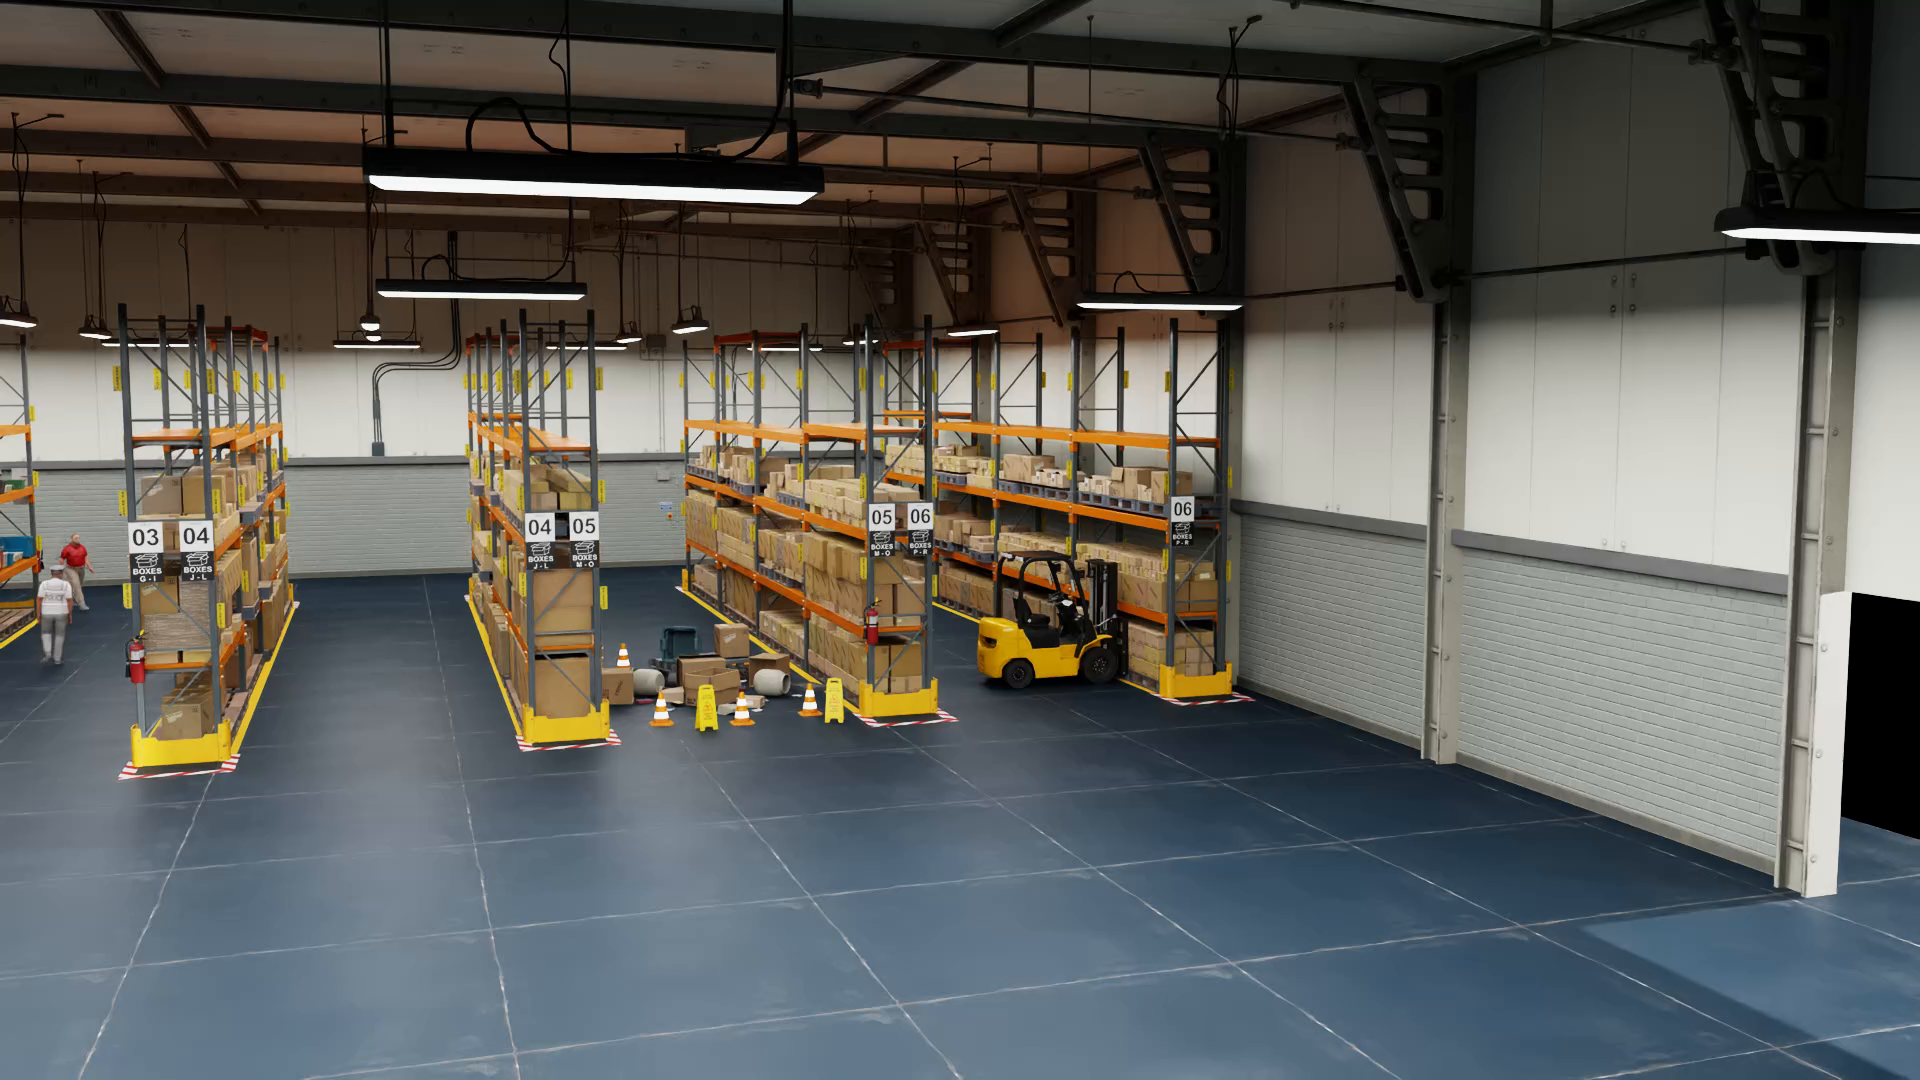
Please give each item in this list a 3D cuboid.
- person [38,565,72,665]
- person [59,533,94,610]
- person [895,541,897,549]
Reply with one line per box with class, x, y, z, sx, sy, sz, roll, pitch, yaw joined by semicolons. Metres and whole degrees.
person;-16.008;1.330;29.432;0.556;1.755;0.484;-2;6;-18
person;-19.443;0.684;36.587;1.069;1.667;0.601;3;6;31
person;-1.774;0.073;43.215;0.828;1.662;0.481;-4;7;-35
